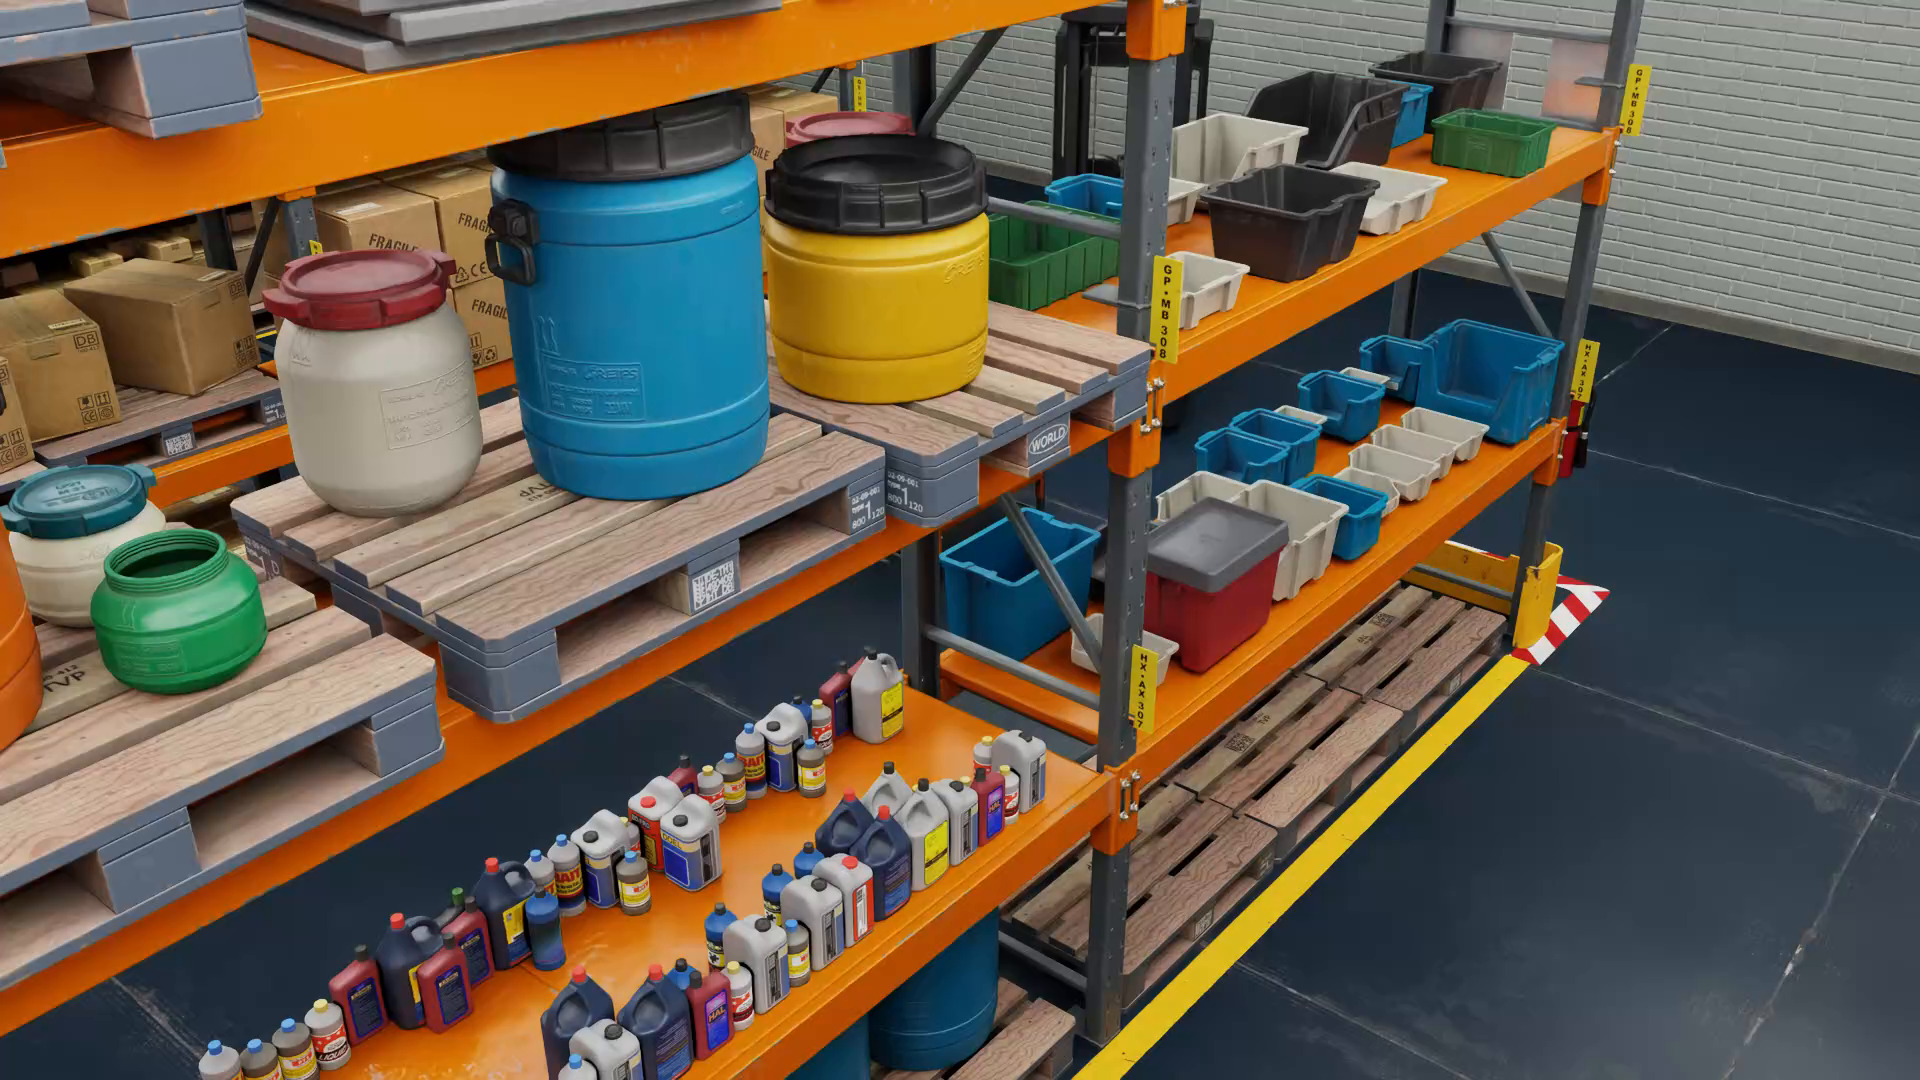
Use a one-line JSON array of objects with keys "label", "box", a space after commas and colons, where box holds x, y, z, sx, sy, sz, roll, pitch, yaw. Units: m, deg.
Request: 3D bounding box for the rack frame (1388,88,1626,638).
[{"label": "rack frame", "box": [2.747, -0.944, 8.809, 1.000, 3.000, 0.127, 21, 34, 34]}]

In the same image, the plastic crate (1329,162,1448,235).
[{"label": "plastic crate", "box": [1.624, -1.354, 6.624, 0.437, 0.136, 0.530, 21, 34, 34]}]

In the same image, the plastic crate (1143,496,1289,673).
[{"label": "plastic crate", "box": [0.964, 0.176, 6.510, 0.402, 0.464, 0.583, 21, 34, 34]}]

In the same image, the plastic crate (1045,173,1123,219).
[{"label": "plastic crate", "box": [0.536, -1.199, 6.221, 0.416, 0.233, 0.300, 21, 34, 34]}]

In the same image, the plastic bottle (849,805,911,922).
[{"label": "plastic bottle", "box": [-0.247, 0.984, 5.138, 0.144, 0.351, 0.185, 21, 34, 34]}]

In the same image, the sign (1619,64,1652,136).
[{"label": "sign", "box": [3.182, -2.074, 7.844, 0.100, 0.325, 0.005, 21, 34, 34]}]

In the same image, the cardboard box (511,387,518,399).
[{"label": "cardboard box", "box": [-2.426, -0.729, 10.632, 0.797, 0.503, 0.637, 21, 34, 34]}]

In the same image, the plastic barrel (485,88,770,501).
[{"label": "plastic barrel", "box": [-0.765, -0.617, 3.911, 0.600, 0.901, 0.708, 21, 34, 34]}]

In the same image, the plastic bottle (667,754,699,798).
[{"label": "plastic bottle", "box": [-0.924, 0.847, 5.476, 0.061, 0.283, 0.133, 21, 34, 34]}]

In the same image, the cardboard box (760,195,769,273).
[{"label": "cardboard box", "box": [-1.475, -2.014, 10.769, 0.500, 0.500, 0.500, 21, 34, 35]}]

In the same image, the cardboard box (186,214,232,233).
[{"label": "cardboard box", "box": [-6.145, -2.579, 13.528, 0.380, 0.149, 0.250, 21, 34, 35]}]

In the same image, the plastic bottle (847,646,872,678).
[{"label": "plastic bottle", "box": [-0.360, 0.532, 6.084, 0.061, 0.283, 0.133, 21, 34, 34]}]

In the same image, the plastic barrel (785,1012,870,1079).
[{"label": "plastic barrel", "box": [-0.607, 1.659, 5.605, 0.600, 0.901, 0.708, 21, 34, 34]}]

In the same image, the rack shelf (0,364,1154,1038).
[{"label": "rack shelf", "box": [-1.069, 0.171, 4.173, 1.077, 0.370, 4.000, 21, 34, 34]}]

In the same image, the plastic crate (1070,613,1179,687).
[{"label": "plastic crate", "box": [0.609, 0.442, 6.353, 0.396, 0.136, 0.243, 21, 34, 34]}]

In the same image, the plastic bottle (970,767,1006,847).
[{"label": "plastic bottle", "box": [0.090, 0.856, 5.458, 0.061, 0.283, 0.133, 21, 34, 34]}]

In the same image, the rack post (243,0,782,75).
[{"label": "rack post", "box": [-0.986, -1.213, 3.345, 0.954, 0.300, 0.937, -24, 36, -38]}]

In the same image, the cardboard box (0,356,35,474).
[{"label": "cardboard box", "box": [-4.693, -0.561, 7.504, 0.700, 0.500, 0.500, 12, 30, 22]}]

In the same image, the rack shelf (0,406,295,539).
[{"label": "rack shelf", "box": [-4.889, 0.054, 7.663, 1.077, 0.370, 4.000, 21, 34, 34]}]

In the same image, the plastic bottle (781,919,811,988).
[{"label": "plastic bottle", "box": [-0.490, 1.202, 4.878, 0.097, 0.201, 0.097, 0, 27, 0]}]

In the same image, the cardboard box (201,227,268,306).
[{"label": "cardboard box", "box": [-5.903, -2.282, 13.660, 0.700, 0.500, 0.500, 19, 33, 33]}]

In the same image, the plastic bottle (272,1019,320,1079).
[{"label": "plastic bottle", "box": [-1.808, 1.389, 4.518, 0.097, 0.201, 0.097, 0, 27, 0]}]

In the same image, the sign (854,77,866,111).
[{"label": "sign", "box": [-0.657, -2.878, 10.944, 0.100, 0.325, 0.005, 21, 34, 34]}]

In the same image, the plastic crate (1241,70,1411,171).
[{"label": "plastic crate", "box": [1.563, -1.787, 7.243, 0.504, 0.338, 0.767, 21, 34, 34]}]

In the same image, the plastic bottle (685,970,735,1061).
[{"label": "plastic bottle", "box": [-0.697, 1.294, 4.610, 0.061, 0.283, 0.133, 21, 34, 34]}]

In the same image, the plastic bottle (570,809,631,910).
[{"label": "plastic bottle", "box": [-1.122, 0.993, 5.201, 0.152, 0.276, 0.135, 21, 34, 34]}]

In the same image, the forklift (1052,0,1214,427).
[{"label": "forklift", "box": [1.257, -2.745, 12.366, 1.130, 2.935, 3.031, 4, 28, 8]}]

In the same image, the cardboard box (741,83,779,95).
[{"label": "cardboard box", "box": [-1.558, -2.801, 11.202, 0.500, 0.500, 0.500, 22, 35, 36]}]

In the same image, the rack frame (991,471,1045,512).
[{"label": "rack frame", "box": [0.328, -0.682, 10.345, 0.500, 1.125, 0.032, 21, 34, 34]}]

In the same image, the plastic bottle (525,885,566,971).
[{"label": "plastic bottle", "box": [-1.229, 1.139, 4.923, 0.097, 0.271, 0.097, 0, 27, 0]}]

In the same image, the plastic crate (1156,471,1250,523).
[{"label": "plastic crate", "box": [1.079, -0.140, 7.478, 0.293, 0.136, 0.466, 21, 34, 34]}]

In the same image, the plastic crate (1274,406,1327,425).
[{"label": "plastic crate", "box": [1.637, -0.532, 8.235, 0.250, 0.136, 0.298, 21, 34, 34]}]

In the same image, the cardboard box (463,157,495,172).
[{"label": "cardboard box", "box": [-2.445, -1.913, 9.486, 0.500, 0.500, 0.500, 20, 33, 33]}]

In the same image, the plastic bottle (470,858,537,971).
[{"label": "plastic bottle", "box": [-1.350, 1.084, 4.943, 0.144, 0.351, 0.185, 21, 34, 34]}]

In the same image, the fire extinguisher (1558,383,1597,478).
[{"label": "fire extinguisher", "box": [3.194, -0.664, 8.759, 0.296, 0.674, 0.183, 21, 34, 34]}]

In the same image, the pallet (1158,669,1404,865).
[{"label": "pallet", "box": [1.416, 1.007, 8.074, 1.003, 0.211, 1.213, 21, 34, 34]}]

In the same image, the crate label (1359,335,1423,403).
[{"label": "crate label", "box": [2.336, -0.905, 8.851, 0.416, 0.233, 0.303, 21, 34, 34]}]

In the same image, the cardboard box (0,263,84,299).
[{"label": "cardboard box", "box": [-6.887, -1.732, 12.597, 0.700, 0.500, 0.500, 21, 34, 35]}]

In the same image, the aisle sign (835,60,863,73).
[{"label": "aisle sign", "box": [-0.793, -3.482, 10.887, 0.394, 0.787, 0.004, 21, 34, 34]}]

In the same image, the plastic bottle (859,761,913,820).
[{"label": "plastic bottle", "box": [-0.241, 0.876, 5.346, 0.144, 0.351, 0.185, 21, 34, 34]}]

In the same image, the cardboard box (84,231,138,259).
[{"label": "cardboard box", "box": [-6.632, -2.308, 13.004, 0.380, 0.149, 0.250, 20, 33, 33]}]

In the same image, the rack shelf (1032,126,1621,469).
[{"label": "rack shelf", "box": [1.475, -1.247, 6.915, 1.077, 0.370, 4.000, 21, 34, 34]}]

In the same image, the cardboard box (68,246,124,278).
[{"label": "cardboard box", "box": [-6.528, -2.088, 12.580, 0.380, 0.149, 0.250, 22, 35, 36]}]

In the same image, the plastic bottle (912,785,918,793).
[{"label": "plastic bottle", "box": [-0.139, 0.897, 5.468, 0.097, 0.201, 0.097, 0, 27, 0]}]

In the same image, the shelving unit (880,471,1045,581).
[{"label": "shelving unit", "box": [0.004, -0.502, 9.996, 0.538, 1.125, 1.048, 21, 34, 34]}]

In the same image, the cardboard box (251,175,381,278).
[{"label": "cardboard box", "box": [-3.495, -1.718, 9.109, 0.500, 0.500, 0.500, 21, 34, 35]}]

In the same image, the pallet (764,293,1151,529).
[{"label": "pallet", "box": [-0.220, -0.467, 4.830, 1.213, 0.211, 1.003, 21, 34, 34]}]

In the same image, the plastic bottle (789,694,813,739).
[{"label": "plastic bottle", "box": [-0.566, 0.665, 5.840, 0.097, 0.271, 0.097, 0, 27, 0]}]

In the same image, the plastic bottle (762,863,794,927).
[{"label": "plastic bottle", "box": [-0.545, 1.092, 5.014, 0.097, 0.271, 0.097, 0, 27, 0]}]

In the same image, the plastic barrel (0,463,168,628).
[{"label": "plastic barrel", "box": [-1.773, 0.013, 3.390, 0.301, 0.262, 0.301, 0, 27, 0]}]

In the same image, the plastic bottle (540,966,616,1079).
[{"label": "plastic bottle", "box": [-1.033, 1.312, 4.503, 0.144, 0.351, 0.185, 21, 34, 34]}]

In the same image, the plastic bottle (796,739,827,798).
[{"label": "plastic bottle", "box": [-0.510, 0.775, 5.703, 0.097, 0.201, 0.097, 0, 27, 0]}]

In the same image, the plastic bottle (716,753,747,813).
[{"label": "plastic bottle", "box": [-0.775, 0.813, 5.630, 0.097, 0.201, 0.097, 0, 27, 0]}]

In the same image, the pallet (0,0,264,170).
[{"label": "pallet", "box": [-1.859, -0.757, 2.560, 1.213, 0.211, 1.003, 21, 34, 34]}]

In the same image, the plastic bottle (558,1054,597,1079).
[{"label": "plastic bottle", "box": [-0.987, 1.448, 4.326, 0.097, 0.271, 0.097, 0, 27, 0]}]

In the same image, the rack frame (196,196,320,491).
[{"label": "rack frame", "box": [-3.617, -0.974, 8.869, 1.000, 3.000, 0.127, 21, 34, 34]}]

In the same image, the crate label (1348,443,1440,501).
[{"label": "crate label", "box": [2.014, -0.307, 7.800, 0.396, 0.136, 0.243, 21, 34, 34]}]
